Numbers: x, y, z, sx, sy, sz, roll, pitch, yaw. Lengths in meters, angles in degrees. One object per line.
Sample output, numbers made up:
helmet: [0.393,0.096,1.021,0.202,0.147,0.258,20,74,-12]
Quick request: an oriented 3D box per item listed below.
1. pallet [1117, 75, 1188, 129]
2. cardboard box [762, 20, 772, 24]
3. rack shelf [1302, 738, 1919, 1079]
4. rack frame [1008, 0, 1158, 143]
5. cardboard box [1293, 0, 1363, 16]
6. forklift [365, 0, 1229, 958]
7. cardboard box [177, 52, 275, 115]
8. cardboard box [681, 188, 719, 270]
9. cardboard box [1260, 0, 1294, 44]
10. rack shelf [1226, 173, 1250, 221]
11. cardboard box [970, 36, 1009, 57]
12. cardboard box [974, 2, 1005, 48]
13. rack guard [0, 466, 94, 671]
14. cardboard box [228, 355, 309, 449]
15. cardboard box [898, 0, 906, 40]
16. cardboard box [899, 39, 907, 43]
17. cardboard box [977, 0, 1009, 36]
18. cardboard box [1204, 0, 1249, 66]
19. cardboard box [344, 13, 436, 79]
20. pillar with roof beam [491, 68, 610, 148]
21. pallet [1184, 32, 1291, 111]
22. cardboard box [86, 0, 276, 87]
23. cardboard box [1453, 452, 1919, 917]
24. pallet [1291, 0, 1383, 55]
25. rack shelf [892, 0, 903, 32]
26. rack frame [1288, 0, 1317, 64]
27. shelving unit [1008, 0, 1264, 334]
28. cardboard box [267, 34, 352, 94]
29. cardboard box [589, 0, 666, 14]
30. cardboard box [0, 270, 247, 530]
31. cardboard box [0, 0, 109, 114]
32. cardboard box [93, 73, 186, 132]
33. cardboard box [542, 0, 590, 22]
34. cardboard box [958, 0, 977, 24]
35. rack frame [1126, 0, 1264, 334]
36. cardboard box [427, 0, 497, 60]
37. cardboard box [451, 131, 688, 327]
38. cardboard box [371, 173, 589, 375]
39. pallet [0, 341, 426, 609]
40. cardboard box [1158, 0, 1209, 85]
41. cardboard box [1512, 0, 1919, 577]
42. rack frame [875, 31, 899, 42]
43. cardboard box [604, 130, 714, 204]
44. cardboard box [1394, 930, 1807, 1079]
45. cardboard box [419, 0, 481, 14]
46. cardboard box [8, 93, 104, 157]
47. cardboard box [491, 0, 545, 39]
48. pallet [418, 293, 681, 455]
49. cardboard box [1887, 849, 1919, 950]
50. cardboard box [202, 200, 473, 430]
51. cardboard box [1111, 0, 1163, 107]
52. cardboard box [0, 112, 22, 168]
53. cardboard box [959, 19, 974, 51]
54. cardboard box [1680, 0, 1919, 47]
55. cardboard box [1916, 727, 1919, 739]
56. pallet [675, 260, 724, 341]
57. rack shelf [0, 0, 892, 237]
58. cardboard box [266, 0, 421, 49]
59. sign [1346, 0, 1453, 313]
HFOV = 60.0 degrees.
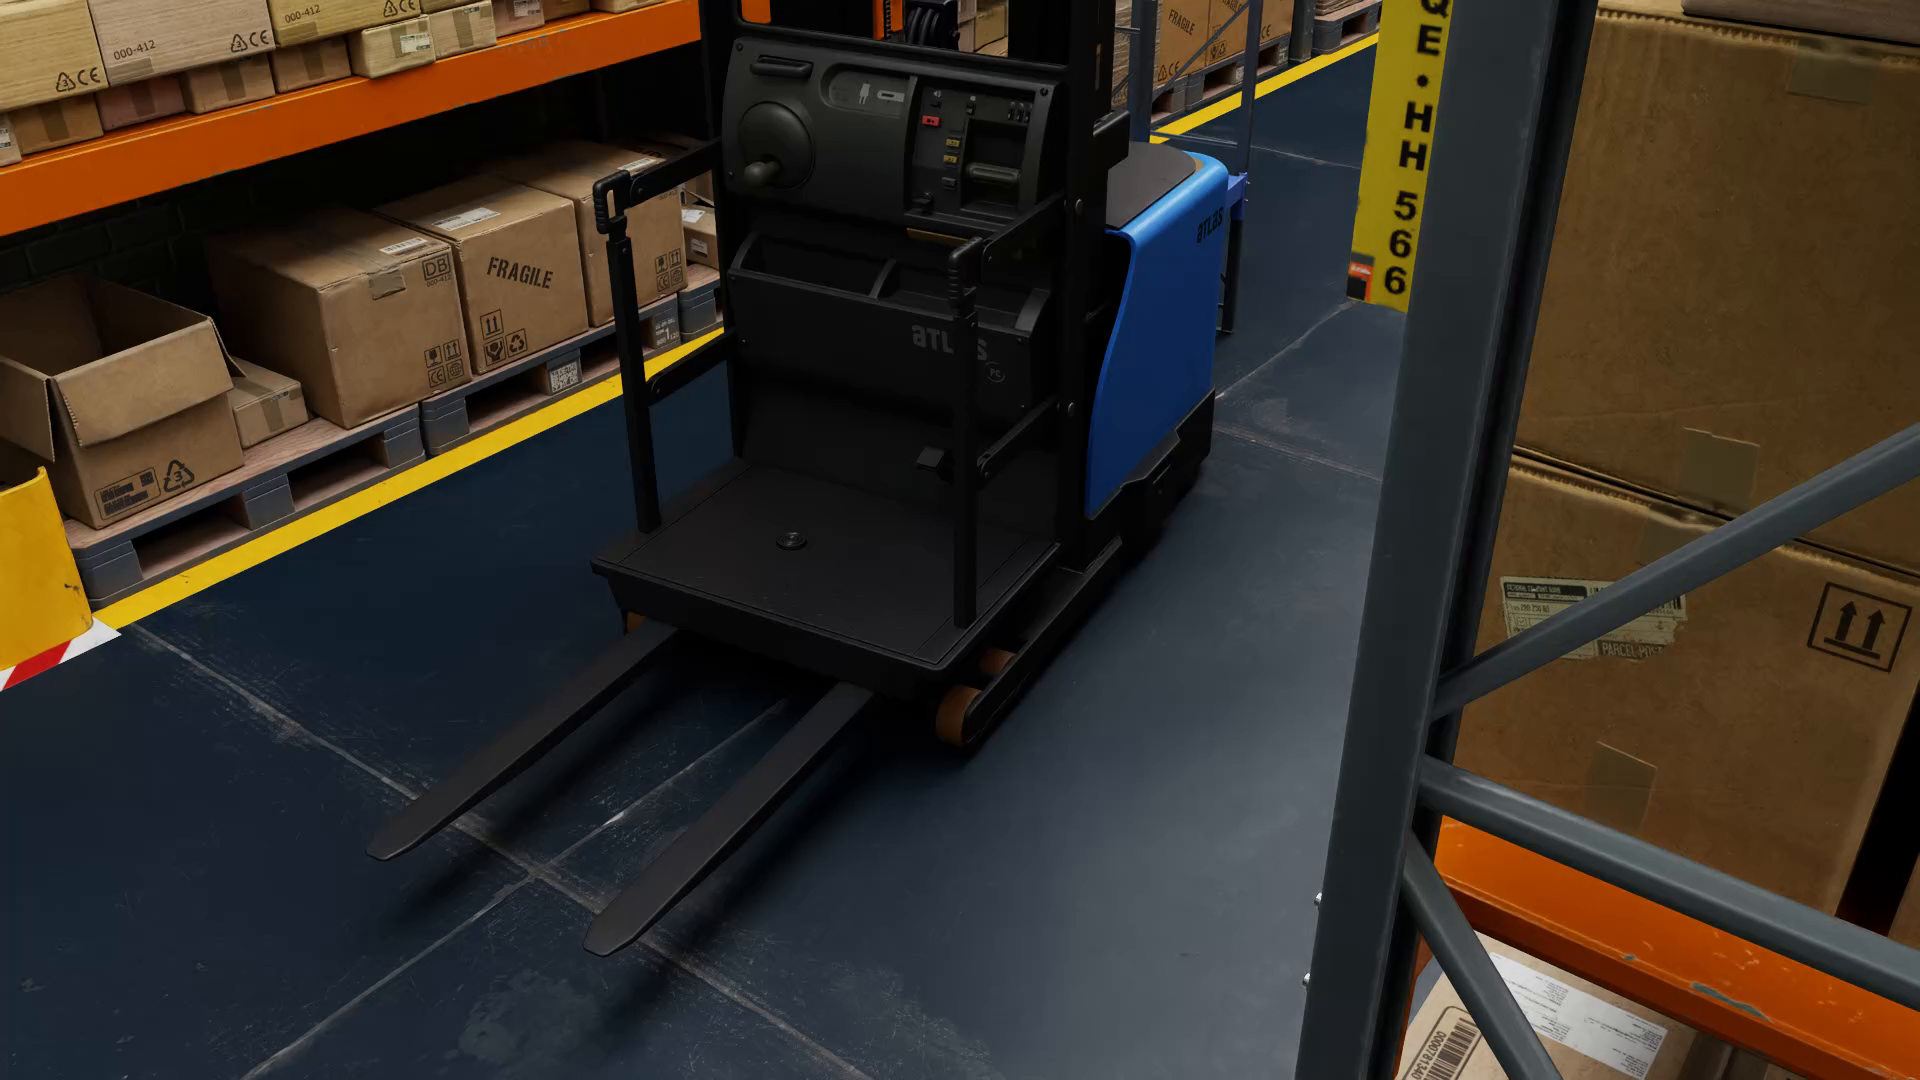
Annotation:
pallet: [0.505,-2.389,9.075,1.003,0.211,1.213,21,37,31]
cardboard box: [-0.700,-2.371,7.713,0.380,0.149,0.250,20,36,29]
rack shelf: [2.060,-0.100,3.183,1.077,0.370,4.000,21,37,31]
rack frame: [0.384,-1.077,5.597,0.500,1.500,0.032,15,34,24]
cardboard box: [2.110,-3.783,10.608,0.875,0.625,0.625,22,37,33]
forklift: [-0.297,-0.981,4.030,1.130,2.935,3.031,15,34,24]
cardboard box: [-2.241,-1.383,4.888,0.380,0.149,0.250,22,37,33]
cardboard box: [-1.010,-1.291,6.756,0.396,0.266,0.258,23,37,33]
cardboard box: [1.638,-3.242,9.818,0.500,0.500,0.500,22,37,33]
rack shelf: [0.626,-1.150,6.073,0.538,0.185,1.000,15,34,24]
cardboard box: [0.093,-2.201,8.061,0.500,0.500,0.500,21,36,31]
cardboard box: [-0.012,-2.441,7.831,0.380,0.149,0.250,19,36,29]
rack guard: [-3.061,-0.078,4.892,1.175,0.500,0.348,21,37,31]
cardboard box: [-2.375,-0.457,5.464,0.380,0.149,0.250,20,36,29]
cardboard box: [-0.312,-2.344,7.374,0.380,0.149,0.250,20,36,30]
cardboard box: [-0.264,-2.197,7.419,0.380,0.149,0.250,23,38,33]
cardboard box: [0.142,-2.557,8.026,0.380,0.149,0.250,20,36,30]
cardboard box: [1.328,-3.042,9.480,0.500,0.500,0.500,21,36,31]
cardboard box: [-1.872,-1.572,5.207,0.380,0.149,0.250,20,36,30]
pillar with roof beam: [1.601,-3.999,3.171,9.100,9.000,0.400,21,37,31]
pallet: [1.241,-2.883,9.908,1.003,0.211,1.213,21,37,31]
cardboard box: [-2.314,-1.493,4.682,0.500,0.250,0.500,22,37,32]
cardboard box: [0.933,0.083,2.070,0.500,0.500,0.500,21,37,32]
pallet: [2.250,-3.498,10.945,1.003,0.211,1.213,21,37,31]
rack shelf: [0.515,-3.252,8.501,1.077,0.370,4.000,21,37,31]
rack frame: [1.722,-4.375,9.689,1.000,3.000,0.127,21,37,31]
shelving unit: [0.626,-1.305,5.981,0.538,1.500,1.048,15,34,24]
cardboard box: [-2.085,-1.493,5.073,0.380,0.149,0.250,22,37,32]
cardboard box: [-1.273,-1.997,5.924,0.380,0.149,0.250,21,36,31]
cardboard box: [-2.662,-0.449,5.102,0.797,0.503,0.637,20,36,29]
cardboard box: [-2.618,-1.288,4.336,0.500,0.250,0.500,21,37,32]
cardboard box: [-2.442,-1.299,4.746,0.380,0.149,0.250,21,36,31]
cardboard box: [-1.518,-1.926,5.805,0.380,0.149,0.250,22,37,32]
cardboard box: [-0.145,-2.445,7.546,0.380,0.149,0.250,19,36,29]
rack frame: [0.869,-1.533,6.366,0.500,1.500,0.032,15,34,24]
cardboard box: [-1.730,-1.686,5.398,0.380,0.149,0.250,22,37,32]
cardboard box: [-1.488,-1.205,6.381,0.700,0.500,0.500,20,36,30]
cardboard box: [-1.716,-0.967,5.980,0.500,0.500,0.500,22,37,32]
pallet: [-2.581,-0.278,5.513,1.003,0.211,1.213,21,37,31]
cardboard box: [1.014,-2.828,9.120,0.500,0.500,0.500,23,38,33]
cardboard box: [0.954,-0.339,1.801,0.500,0.500,0.500,22,37,33]
rack frame: [-0.692,-2.749,6.946,1.000,3.000,0.127,21,37,31]
cardboard box: [-1.280,-1.577,7.194,0.500,0.311,0.500,23,37,33]
cardboard box: [1.171,1.026,2.678,0.875,0.438,0.875,20,36,30]
cardboard box: [-1.719,-1.914,5.393,0.500,0.250,0.500,20,36,30]
cardboard box: [-2.573,-1.182,4.548,0.380,0.149,0.250,22,37,32]
cardboard box: [-1.629,-1.812,5.611,0.380,0.149,0.250,21,37,31]
pallet: [-1.844,-0.772,6.346,1.003,0.211,1.213,21,37,31]
cardboard box: [1.371,0.253,1.782,0.500,0.500,0.500,21,36,31]
cardboard box: [-2.115,-0.783,5.669,0.700,0.500,0.500,23,38,33]
cardboard box: [0.715,-2.611,8.754,0.500,0.500,0.500,20,36,30]
cardboard box: [-2.690,-1.064,4.350,0.380,0.149,0.250,21,36,31]
cardboard box: [-0.158,-2.333,7.649,0.380,0.149,0.250,20,36,30]
cardboard box: [0.910,-0.556,1.532,0.380,0.149,0.250,22,37,32]
cardboard box: [1.248,-0.117,2.407,0.500,0.500,0.500,20,36,30]
pallet: [-1.108,-1.270,7.186,1.003,0.211,1.213,21,37,31]
rack shelf: [-1.900,-1.626,5.758,1.077,0.370,4.000,21,37,31]
cardboard box: [-2.011,-1.700,5.031,0.500,0.250,0.500,20,36,30]
sign: [0.428,-0.369,1.563,0.100,0.325,0.005,21,37,31]
